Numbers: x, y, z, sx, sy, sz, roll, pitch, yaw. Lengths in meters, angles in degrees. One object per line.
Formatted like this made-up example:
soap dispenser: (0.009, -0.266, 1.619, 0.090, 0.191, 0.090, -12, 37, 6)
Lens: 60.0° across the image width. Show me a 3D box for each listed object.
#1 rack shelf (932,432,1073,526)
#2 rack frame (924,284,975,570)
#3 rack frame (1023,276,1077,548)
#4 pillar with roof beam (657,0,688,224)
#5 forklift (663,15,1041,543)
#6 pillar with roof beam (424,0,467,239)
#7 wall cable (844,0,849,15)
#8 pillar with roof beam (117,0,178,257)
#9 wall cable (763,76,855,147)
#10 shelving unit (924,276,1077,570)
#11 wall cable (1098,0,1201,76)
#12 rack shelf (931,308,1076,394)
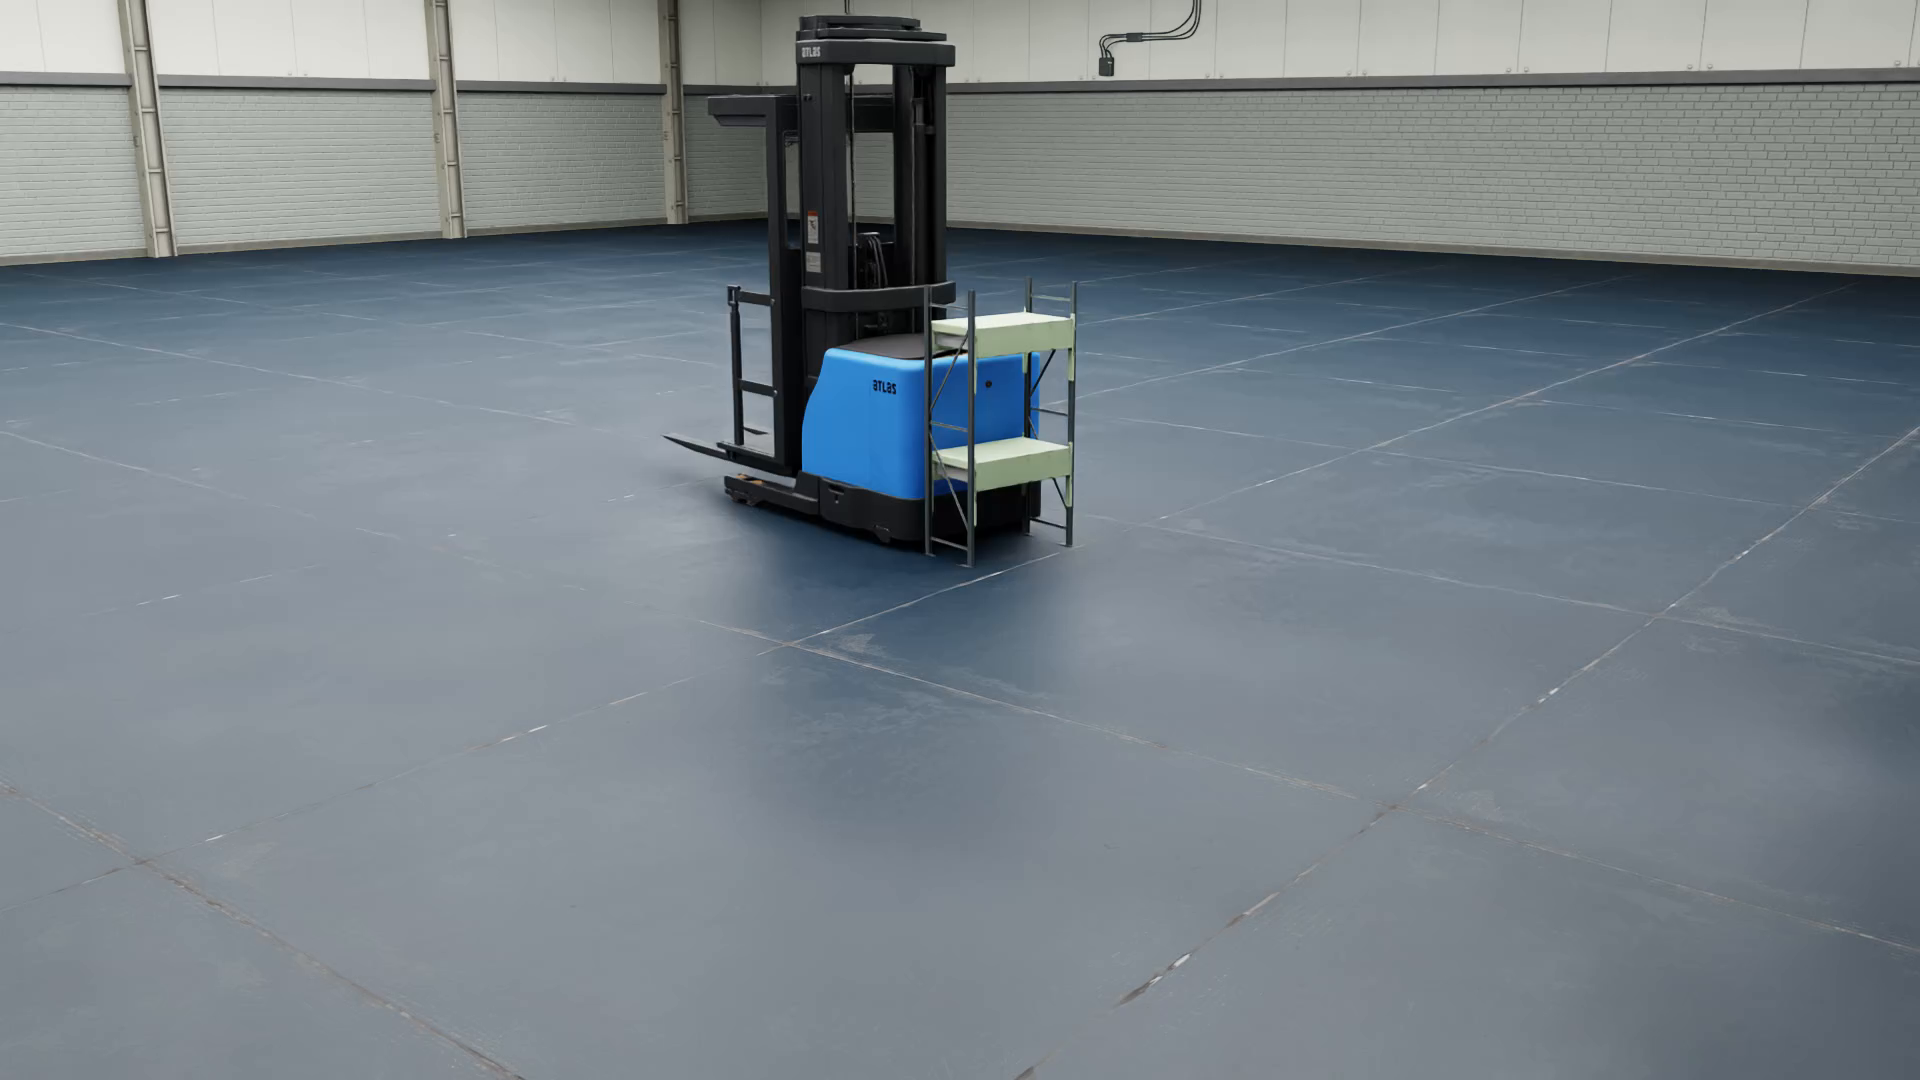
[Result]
rack shelf: (0.223, -0.348, 9.270, 0.720, 0.370, 0.431, -12, 18, -38)
rack frame: (-0.057, -0.606, 8.962, 0.023, 1.500, 0.400, -12, 18, -38)
rack frame: (0.505, -0.722, 9.417, 0.023, 1.500, 0.400, -12, 18, -38)
pillar with roof beam: (-3.166, -10.995, 34.627, 9.100, 9.000, 0.400, 11, 18, 38)
forklift: (-0.848, -1.702, 10.370, 1.130, 2.935, 3.031, -12, 18, -38)
pillar with roof beam: (-6.937, -9.846, 30.103, 9.100, 9.000, 0.400, 11, 18, 38)
wall cable: (-1.530, -12.545, 36.777, 3.097, 2.526, 0.112, 11, 18, 38)
pillar with roof beam: (-10.708, -8.697, 25.580, 9.100, 9.000, 0.400, 11, 18, 38)
wall cable: (-3.634, -10.516, 39.047, 3.097, 2.526, 0.112, 11, 18, 38)
shelving unit: (0.224, -0.664, 9.189, 0.755, 1.500, 0.431, -12, 18, -38)
wall cable: (3.740, -12.197, 32.451, 2.305, 6.003, 0.169, 11, 18, 38)
rack shelf: (0.224, -1.042, 9.093, 0.720, 0.370, 0.431, -12, 18, -38)
